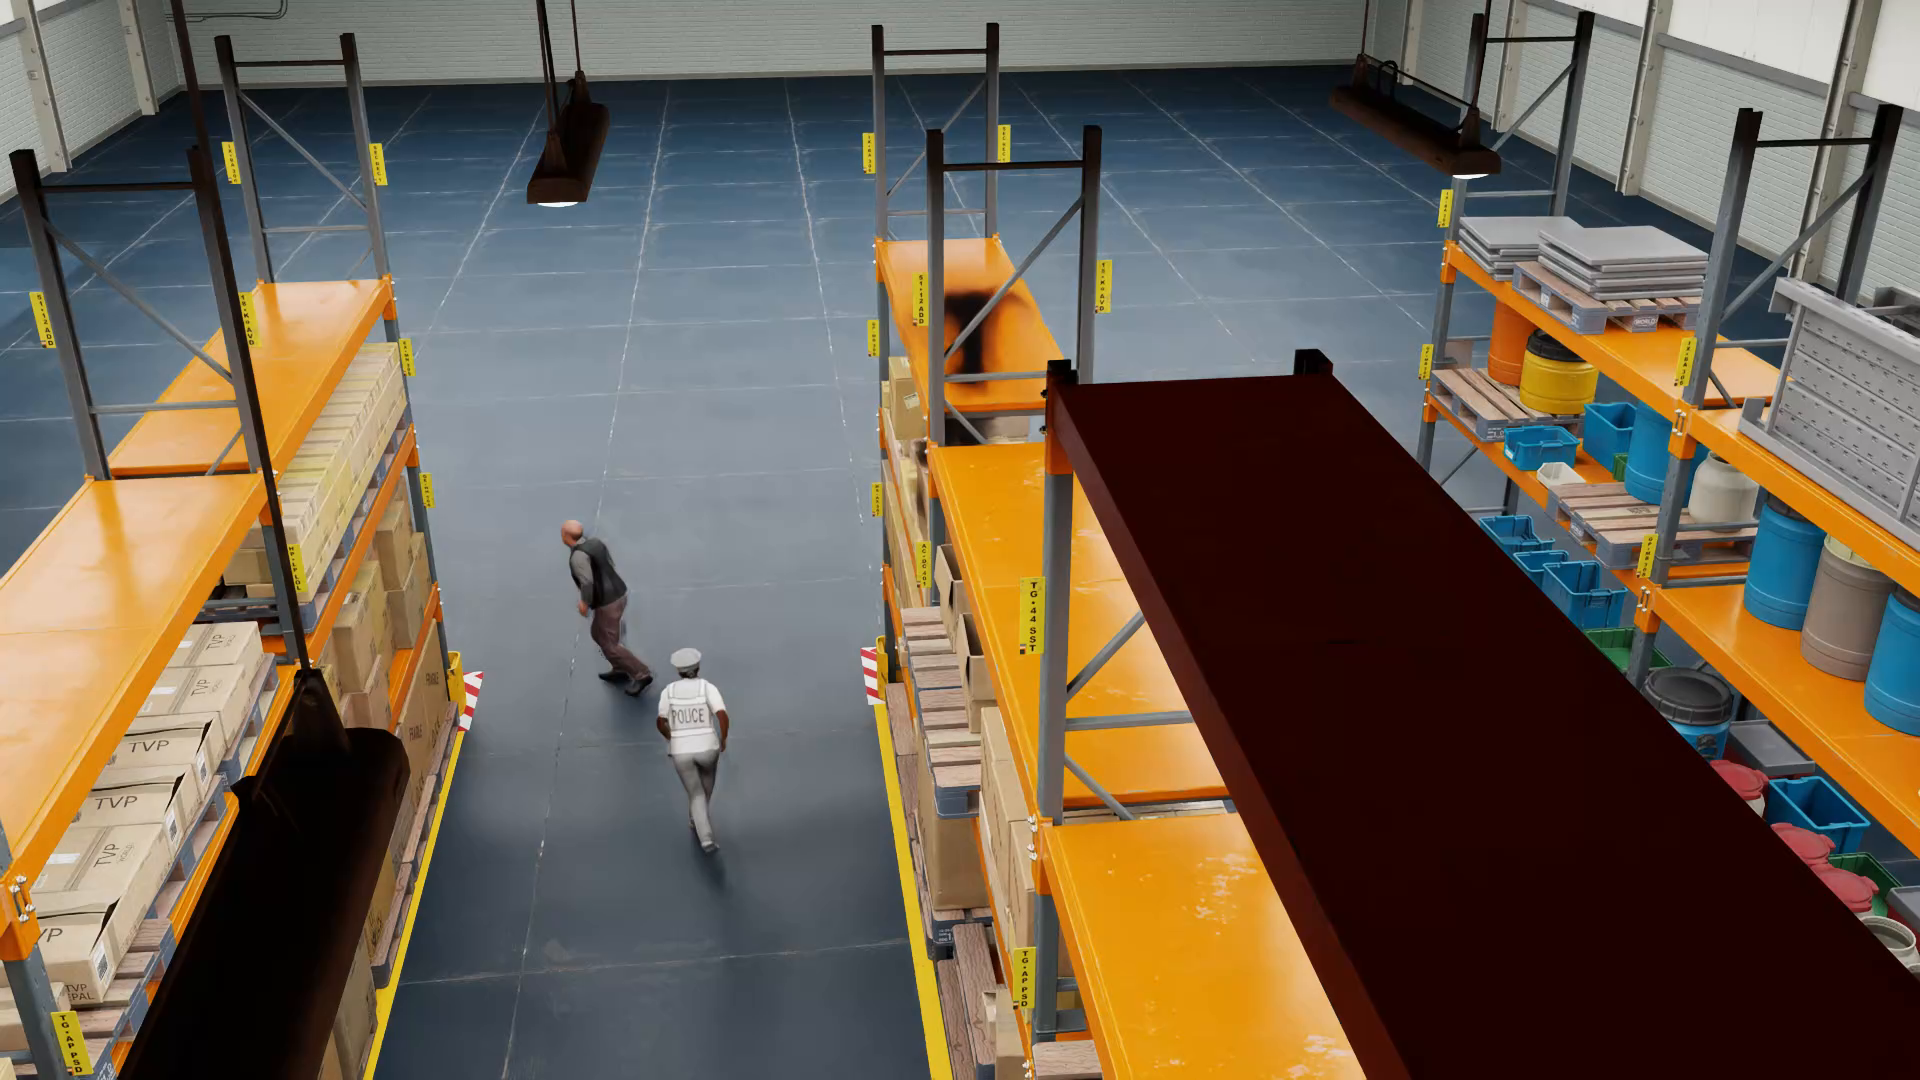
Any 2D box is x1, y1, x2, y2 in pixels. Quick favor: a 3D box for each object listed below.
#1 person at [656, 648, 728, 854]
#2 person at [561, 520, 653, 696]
[{"bbox_3d":[-2.099,1.743,13.166,0.566,1.477,1.058,-4,26,-8],"label":"person"},{"bbox_3d":[-3.267,0.596,15.430,0.838,1.580,0.686,2,26,5],"label":"person"}]
